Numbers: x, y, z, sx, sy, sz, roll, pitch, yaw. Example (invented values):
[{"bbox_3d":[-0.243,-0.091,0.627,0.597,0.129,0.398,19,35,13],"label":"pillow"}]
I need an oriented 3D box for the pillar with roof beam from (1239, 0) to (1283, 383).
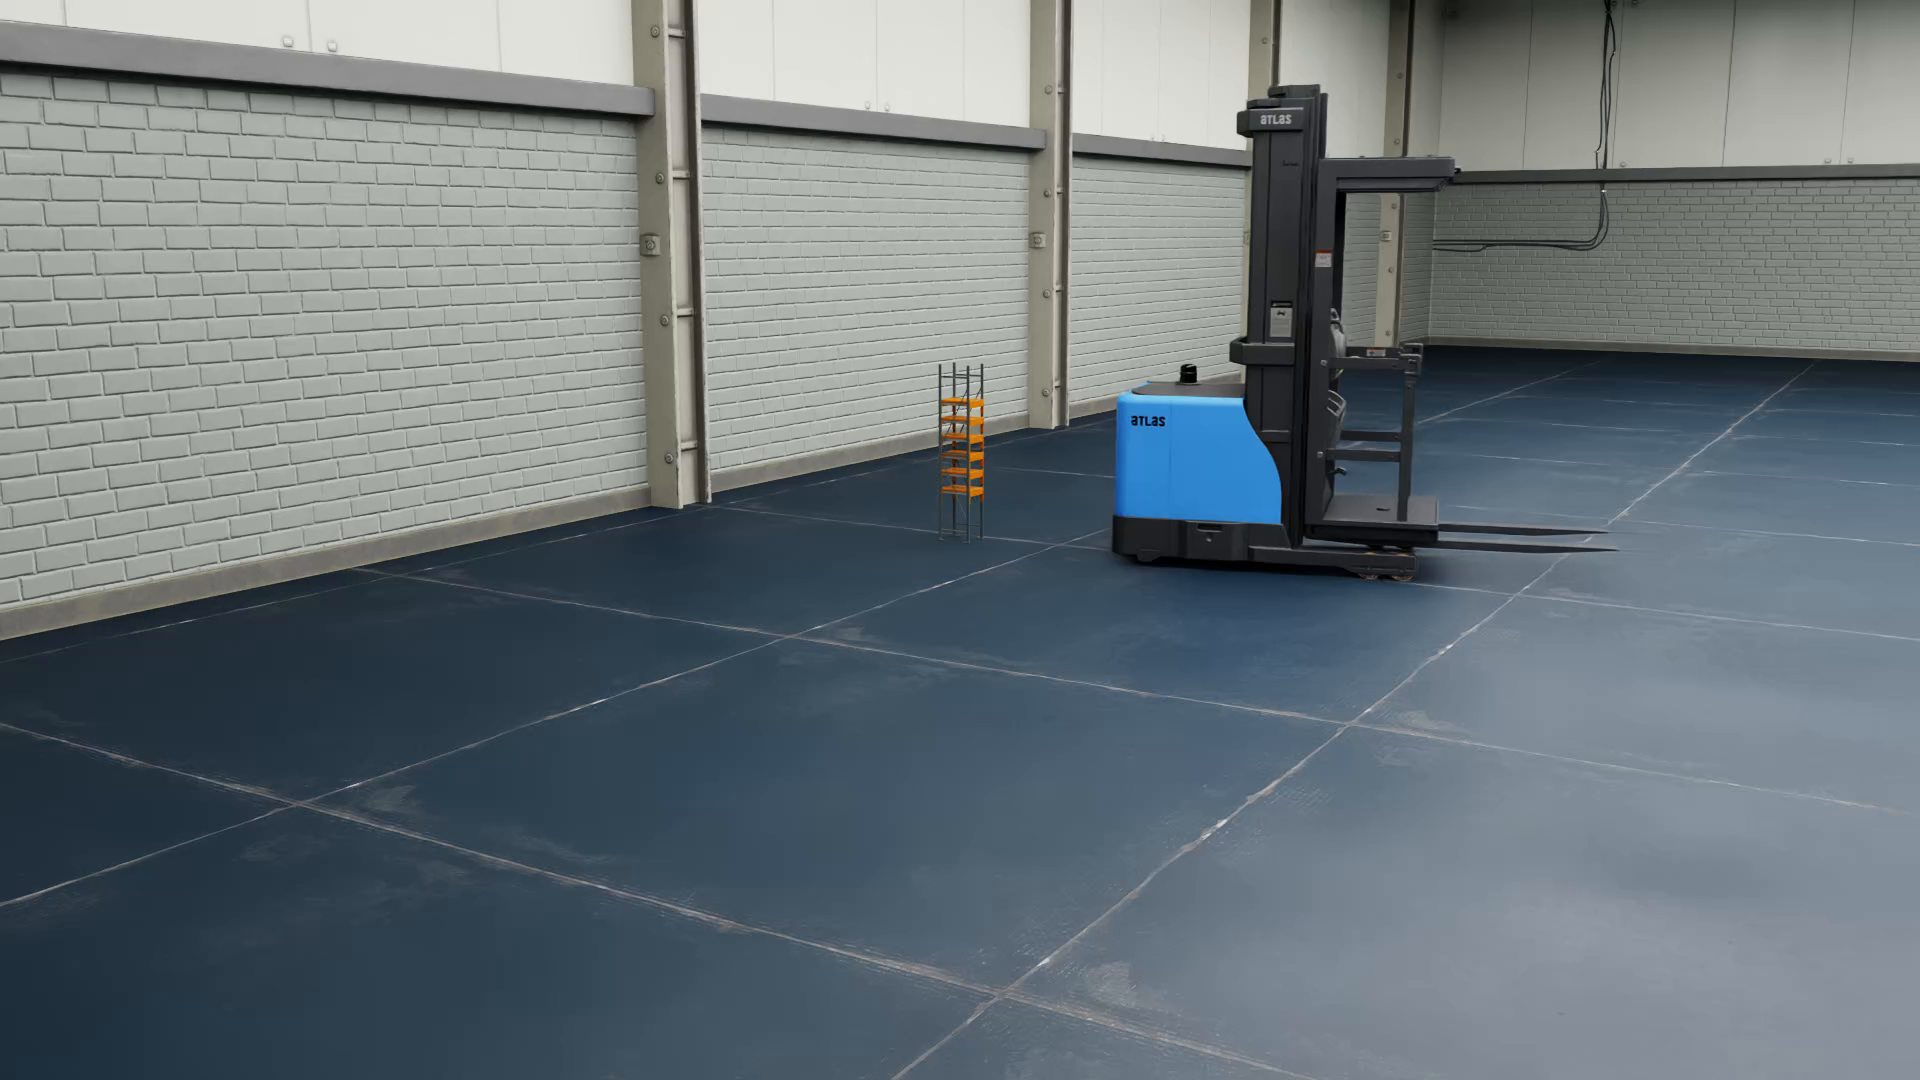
[{"bbox_3d":[7.742,-6.182,19.935,9.100,9.000,0.400,6,12,31],"label":"pillar with roof beam"}]

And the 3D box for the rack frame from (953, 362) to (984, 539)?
[{"bbox_3d":[0.055,-0.606,11.347,0.240,1.200,0.006,6,12,31],"label":"rack frame"}]

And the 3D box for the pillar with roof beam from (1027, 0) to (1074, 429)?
[{"bbox_3d":[4.627,-5.238,14.895,9.100,9.000,0.400,6,12,31],"label":"pillar with roof beam"}]

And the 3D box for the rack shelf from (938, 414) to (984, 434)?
[{"bbox_3d":[0.008,-0.784,11.234,0.258,0.103,0.180,6,12,31],"label":"rack shelf"}]

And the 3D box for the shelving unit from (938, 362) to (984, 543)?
[{"bbox_3d":[0.008,-0.592,11.270,0.258,1.200,0.189,6,12,31],"label":"shelving unit"}]

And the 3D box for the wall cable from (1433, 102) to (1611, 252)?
[{"bbox_3d":[9.838,-6.348,29.258,3.097,2.526,0.112,6,12,31],"label":"wall cable"}]

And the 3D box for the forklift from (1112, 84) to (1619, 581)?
[{"bbox_3d":[2.544,-1.300,10.350,3.031,2.935,1.130,3,11,16],"label":"forklift"}]

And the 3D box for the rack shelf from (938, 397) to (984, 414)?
[{"bbox_3d":[0.008,-0.902,11.212,0.258,0.103,0.180,6,12,31],"label":"rack shelf"}]

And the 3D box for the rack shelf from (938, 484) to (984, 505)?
[{"bbox_3d":[0.008,-0.312,11.323,0.258,0.103,0.180,6,12,31],"label":"rack shelf"}]

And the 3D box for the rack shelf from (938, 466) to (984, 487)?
[{"bbox_3d":[0.008,-0.430,11.301,0.258,0.103,0.180,6,12,31],"label":"rack shelf"}]

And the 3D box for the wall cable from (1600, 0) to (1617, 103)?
[{"bbox_3d":[12.150,-8.571,27.413,3.097,2.526,0.112,6,12,31],"label":"wall cable"}]

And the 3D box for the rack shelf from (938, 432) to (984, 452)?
[{"bbox_3d":[0.008,-0.666,11.257,0.258,0.103,0.180,6,12,31],"label":"rack shelf"}]

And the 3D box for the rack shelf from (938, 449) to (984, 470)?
[{"bbox_3d":[0.008,-0.548,11.279,0.258,0.103,0.180,6,12,31],"label":"rack shelf"}]

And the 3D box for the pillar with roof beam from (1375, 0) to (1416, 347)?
[{"bbox_3d":[10.857,-7.126,24.975,9.100,9.000,0.400,6,12,31],"label":"pillar with roof beam"}]

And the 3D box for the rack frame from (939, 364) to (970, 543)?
[{"bbox_3d":[-0.040,-0.578,11.194,0.240,1.200,0.006,6,12,31],"label":"rack frame"}]

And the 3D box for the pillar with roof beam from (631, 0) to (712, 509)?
[{"bbox_3d":[1.512,-4.295,9.854,9.100,9.000,0.400,6,12,31],"label":"pillar with roof beam"}]
